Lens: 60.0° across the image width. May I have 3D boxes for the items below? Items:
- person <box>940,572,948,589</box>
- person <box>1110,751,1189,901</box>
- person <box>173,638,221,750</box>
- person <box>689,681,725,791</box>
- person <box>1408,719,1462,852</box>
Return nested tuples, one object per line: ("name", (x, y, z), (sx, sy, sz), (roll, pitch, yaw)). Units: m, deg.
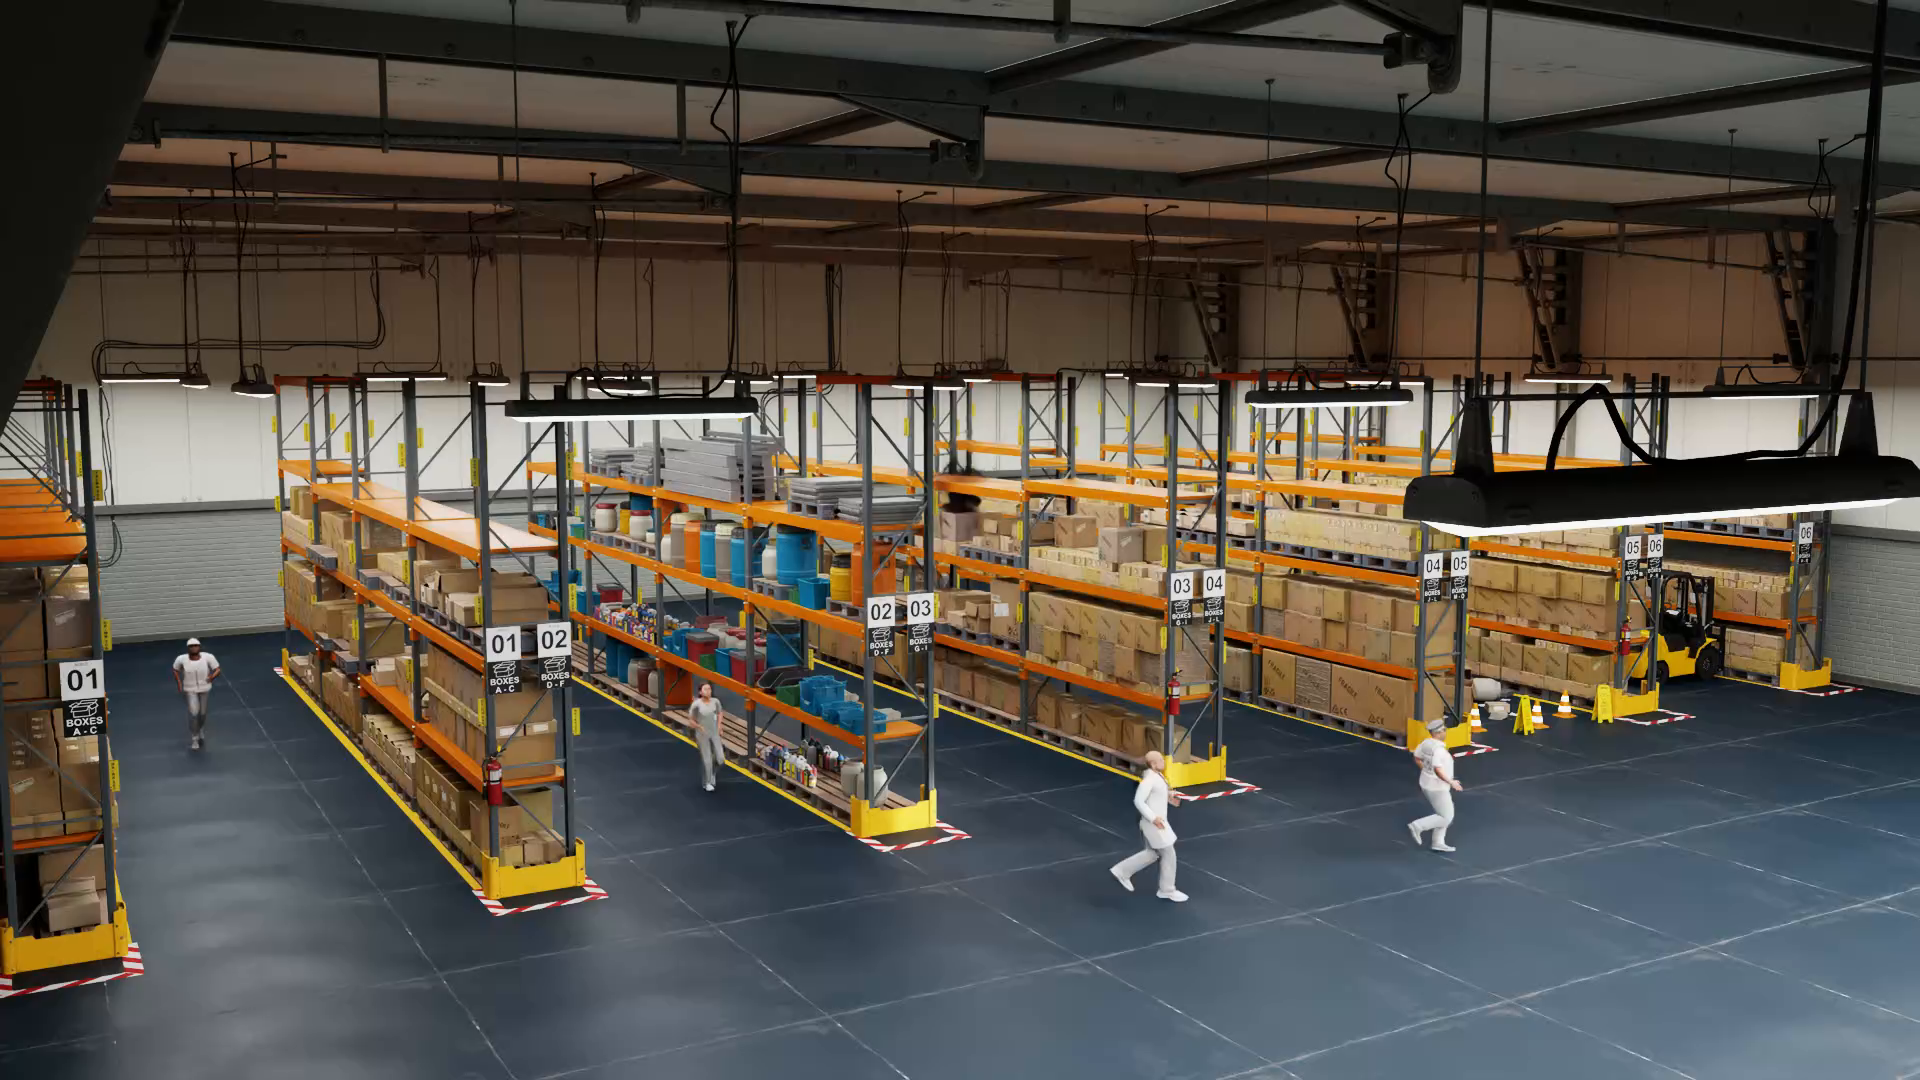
("person", (-0.474, 0.926, 42.073), (0.691, 1.656, 0.651), (-1, 6, -9))
("person", (2.226, 3.334, 19.447), (0.910, 1.783, 0.699), (0, 6, 2))
("person", (-12.491, 2.490, 27.257), (0.704, 1.834, 0.745), (-4, 7, -30))
("person", (-3.665, 2.866, 24.236), (0.539, 1.626, 0.541), (-3, 7, -27))
("person", (6.045, 3.154, 21.313), (0.691, 1.748, 0.648), (-1, 6, -8))
